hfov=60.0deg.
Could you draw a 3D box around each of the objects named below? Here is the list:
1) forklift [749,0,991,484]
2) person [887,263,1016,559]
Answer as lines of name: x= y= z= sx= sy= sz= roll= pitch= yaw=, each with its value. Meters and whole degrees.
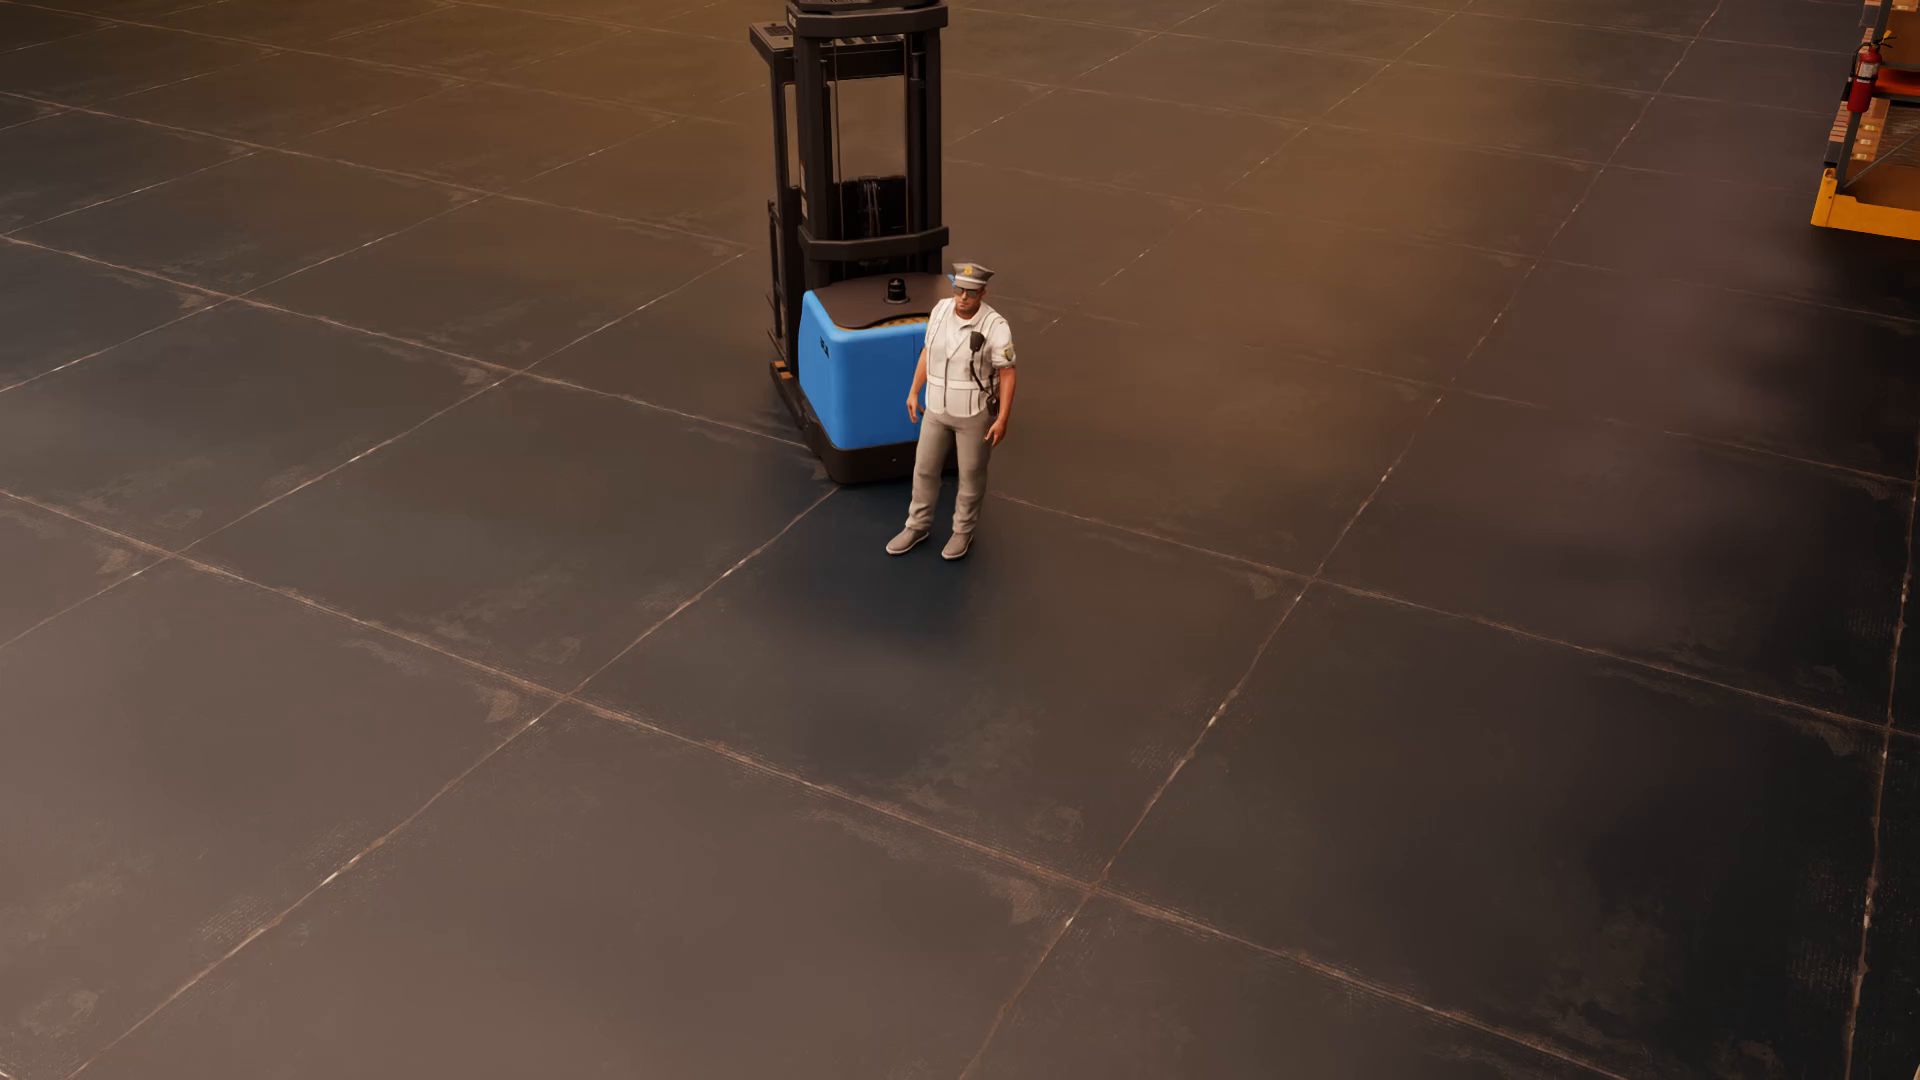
forklift: x=-0.731 y=-2.347 z=11.137 sx=1.130 sy=2.935 sz=3.031 roll=-9 pitch=31 yaw=-15
person: x=-0.045 y=-0.732 z=9.493 sx=0.660 sy=1.779 sz=0.545 roll=15 pitch=33 yaw=24
